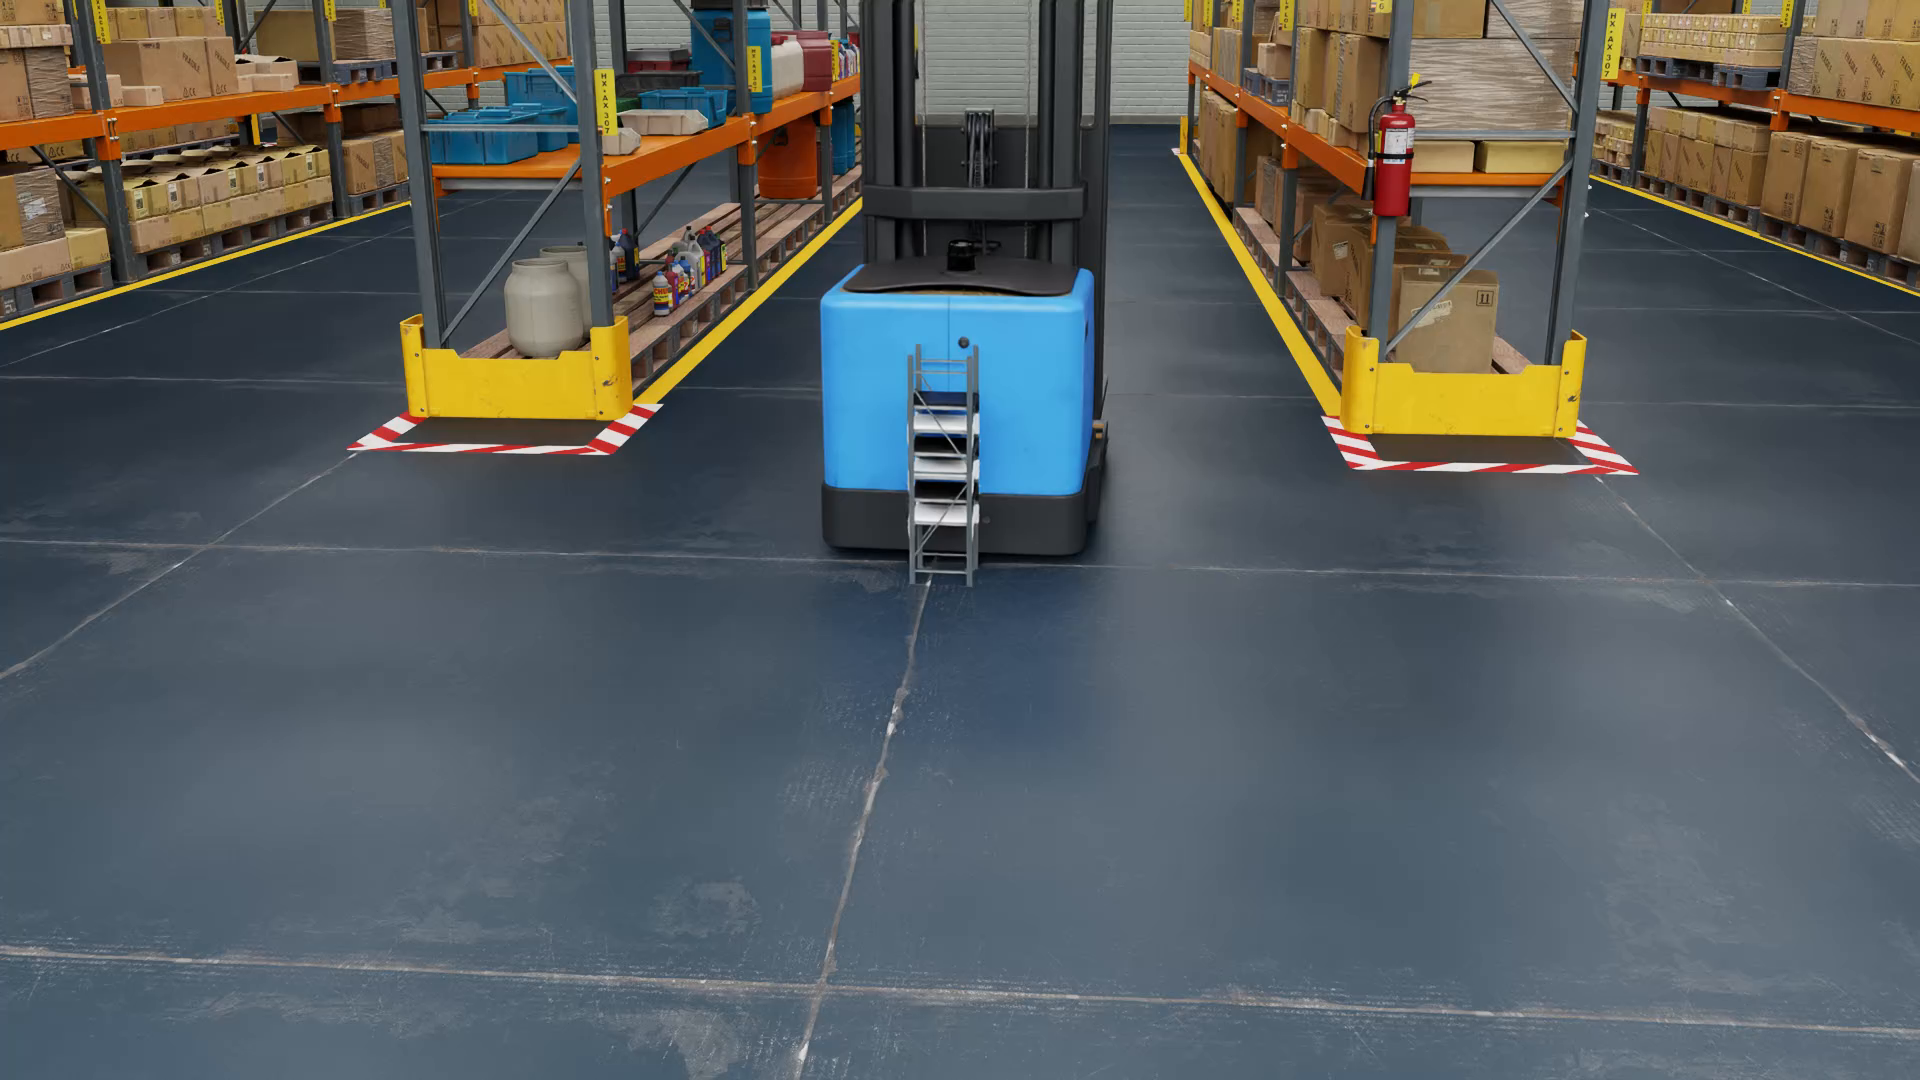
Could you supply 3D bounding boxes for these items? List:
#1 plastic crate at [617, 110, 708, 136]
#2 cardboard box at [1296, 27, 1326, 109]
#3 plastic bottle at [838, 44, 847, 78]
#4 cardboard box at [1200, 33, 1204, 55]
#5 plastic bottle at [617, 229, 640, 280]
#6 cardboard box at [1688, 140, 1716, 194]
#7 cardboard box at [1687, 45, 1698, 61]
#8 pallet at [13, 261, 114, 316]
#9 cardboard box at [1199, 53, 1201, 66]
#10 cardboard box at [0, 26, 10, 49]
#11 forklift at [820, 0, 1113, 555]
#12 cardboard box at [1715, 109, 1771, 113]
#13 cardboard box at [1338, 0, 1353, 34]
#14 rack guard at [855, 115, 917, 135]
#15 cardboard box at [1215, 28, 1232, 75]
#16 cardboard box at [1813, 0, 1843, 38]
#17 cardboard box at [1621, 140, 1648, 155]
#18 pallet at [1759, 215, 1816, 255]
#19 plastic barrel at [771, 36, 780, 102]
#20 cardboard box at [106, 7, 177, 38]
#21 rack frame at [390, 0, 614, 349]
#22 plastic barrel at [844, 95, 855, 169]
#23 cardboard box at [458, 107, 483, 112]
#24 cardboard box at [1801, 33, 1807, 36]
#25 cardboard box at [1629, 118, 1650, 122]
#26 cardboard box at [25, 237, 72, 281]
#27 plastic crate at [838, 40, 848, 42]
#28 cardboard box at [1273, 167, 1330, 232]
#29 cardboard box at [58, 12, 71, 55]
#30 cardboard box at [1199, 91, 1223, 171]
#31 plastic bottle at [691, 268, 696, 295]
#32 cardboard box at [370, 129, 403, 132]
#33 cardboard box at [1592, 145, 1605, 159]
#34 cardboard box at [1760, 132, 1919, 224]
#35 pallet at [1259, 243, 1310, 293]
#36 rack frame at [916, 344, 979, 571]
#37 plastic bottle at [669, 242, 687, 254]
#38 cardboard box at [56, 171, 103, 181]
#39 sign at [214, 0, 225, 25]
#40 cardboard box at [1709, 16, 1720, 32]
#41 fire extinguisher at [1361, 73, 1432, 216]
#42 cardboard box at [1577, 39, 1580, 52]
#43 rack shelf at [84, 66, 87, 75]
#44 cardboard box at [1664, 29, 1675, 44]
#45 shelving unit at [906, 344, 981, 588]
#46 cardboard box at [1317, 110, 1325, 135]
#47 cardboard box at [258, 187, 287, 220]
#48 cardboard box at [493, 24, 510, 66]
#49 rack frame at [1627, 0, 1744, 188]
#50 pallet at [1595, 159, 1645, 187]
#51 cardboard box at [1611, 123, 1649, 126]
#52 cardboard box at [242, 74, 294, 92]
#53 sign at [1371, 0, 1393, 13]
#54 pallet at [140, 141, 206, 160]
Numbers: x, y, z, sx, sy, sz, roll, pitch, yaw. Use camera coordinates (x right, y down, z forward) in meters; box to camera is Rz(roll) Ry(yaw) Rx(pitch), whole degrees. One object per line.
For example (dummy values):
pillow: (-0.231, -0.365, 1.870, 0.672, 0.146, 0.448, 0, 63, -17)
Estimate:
plastic crate: (-1.922, -2.711, 10.802, 0.530, 0.136, 0.437, 1, 18, 4)
cardboard box: (2.717, -3.132, 11.025, 0.875, 0.500, 0.500, 1, 18, 4)
plastic bottle: (-1.303, -5.172, 17.970, 0.144, 0.351, 0.185, 1, 18, 4)
cardboard box: (3.296, -6.253, 20.951, 0.500, 0.250, 0.500, 2, 18, 5)
plastic bottle: (-2.386, -2.052, 11.915, 0.144, 0.351, 0.185, 1, 18, 4)
cardboard box: (7.958, -3.883, 17.297, 0.500, 0.500, 0.500, 0, 18, 1)
cardboard box: (7.799, -5.062, 17.284, 0.380, 0.149, 0.250, 0, 18, 1)
pallet: (-7.097, -1.887, 12.342, 1.003, 0.211, 1.213, 1, 18, 4)
cardboard box: (3.242, -6.102, 21.131, 0.380, 0.149, 0.250, 1, 18, 3)
cardboard box: (-6.858, -3.485, 11.538, 0.380, 0.149, 0.250, 1, 18, 4)
forklift: (0.139, -1.747, 7.549, 1.130, 2.935, 3.031, 2, 18, 7)
cardboard box: (8.544, -4.550, 18.127, 0.500, 0.250, 0.500, 2, 18, 7)
cardboard box: (2.457, -3.144, 9.457, 0.500, 0.500, 0.500, 1, 18, 4)
rack guard: (-1.209, -5.893, 24.105, 1.175, 0.500, 0.348, 1, 18, 4)
cardboard box: (3.138, -5.474, 18.652, 0.500, 0.500, 0.500, 1, 18, 4)
cardboard box: (8.067, -4.719, 14.742, 0.700, 0.500, 0.500, 1, 18, 4)
cardboard box: (8.101, -4.669, 19.782, 0.380, 0.149, 0.250, 2, 18, 5)
pallet: (7.977, -2.767, 15.030, 1.003, 0.211, 1.213, 1, 18, 4)
plastic barrel: (-1.718, -3.931, 13.884, 0.433, 0.535, 0.433, 0, 18, 0)
cardboard box: (-11.211, -6.815, 22.423, 0.980, 0.700, 0.700, 0, 18, 1)
rack frame: (-2.345, -2.104, 8.526, 1.000, 3.000, 0.127, 1, 18, 4)
plastic barrel: (-1.541, -4.865, 19.647, 0.600, 0.901, 0.708, 1, 18, 4)
cardboard box: (-6.296, -5.549, 22.343, 0.797, 0.503, 0.637, 1, 18, 4)
cardboard box: (8.377, -4.870, 16.220, 0.380, 0.149, 0.250, 1, 18, 2)
cardboard box: (8.764, -5.293, 21.207, 0.380, 0.149, 0.250, 1, 18, 4)
cardboard box: (-6.860, -2.047, 12.094, 0.500, 0.250, 0.500, 1, 18, 4)
plastic crate: (-1.591, -6.748, 22.873, 0.416, 0.233, 0.300, 1, 18, 4)
cardboard box: (3.080, -2.942, 14.391, 0.700, 0.500, 0.500, 3, 18, 9)
cardboard box: (-11.148, -6.101, 20.056, 0.500, 0.500, 0.500, 1, 18, 3)
cardboard box: (3.430, -4.711, 19.220, 1.225, 0.875, 0.875, 1, 18, 4)
plastic bottle: (-1.851, -1.771, 11.299, 0.097, 0.201, 0.097, 0, 18, 0)
cardboard box: (-6.289, -4.337, 18.649, 0.500, 0.500, 0.500, 1, 18, 2)
cardboard box: (8.158, -4.874, 20.884, 0.380, 0.149, 0.250, 1, 18, 4)
cardboard box: (7.975, -3.279, 15.052, 1.050, 0.750, 0.750, 1, 18, 3)
pallet: (2.936, -2.152, 13.152, 1.003, 0.211, 1.213, 1, 18, 4)
rack frame: (-0.049, -0.311, 6.428, 0.240, 0.900, 0.006, 2, 18, 7)
plastic bottle: (-1.980, -1.990, 11.848, 0.152, 0.276, 0.135, 1, 18, 4)
cardboard box: (-7.225, -2.911, 13.831, 0.500, 0.311, 0.500, 2, 18, 5)
sign: (-7.254, -5.222, 16.310, 0.100, 0.325, 0.005, 1, 18, 4)
cardboard box: (7.764, -5.178, 16.682, 0.380, 0.149, 0.250, 1, 18, 4)
fire extinguisher: (2.127, -1.931, 8.124, 0.296, 0.674, 0.183, 1, 18, 4)
cardboard box: (8.314, -6.557, 21.480, 0.500, 0.500, 0.500, 2, 18, 5)
rack shelf: (-11.223, -6.331, 22.583, 1.077, 0.370, 4.000, 1, 18, 4)
cardboard box: (7.856, -5.446, 17.978, 0.380, 0.149, 0.250, 1, 18, 2)
shelving unit: (-0.061, -0.280, 6.332, 0.258, 0.900, 0.210, 2, 18, 7)
cardboard box: (2.501, -2.667, 10.650, 0.380, 0.149, 0.250, 1, 18, 4)
cardboard box: (-6.579, -3.108, 15.332, 0.500, 0.250, 0.500, 2, 18, 5)
cardboard box: (-6.083, -6.301, 21.176, 0.500, 0.500, 0.500, 2, 18, 5)
rack frame: (8.395, -5.578, 19.129, 1.000, 3.000, 0.127, 1, 18, 4)
pallet: (8.408, -4.462, 20.202, 1.003, 0.211, 1.213, 1, 18, 4)
cardboard box: (8.247, -5.058, 20.492, 0.380, 0.149, 0.250, 2, 18, 6)
cardboard box: (-6.501, -4.295, 15.618, 0.380, 0.149, 0.250, 1, 18, 4)
sign: (2.043, -2.712, 8.016, 0.100, 0.325, 0.005, 1, 18, 4)
pallet: (-11.149, -5.341, 22.884, 1.003, 0.211, 1.213, 1, 18, 4)
